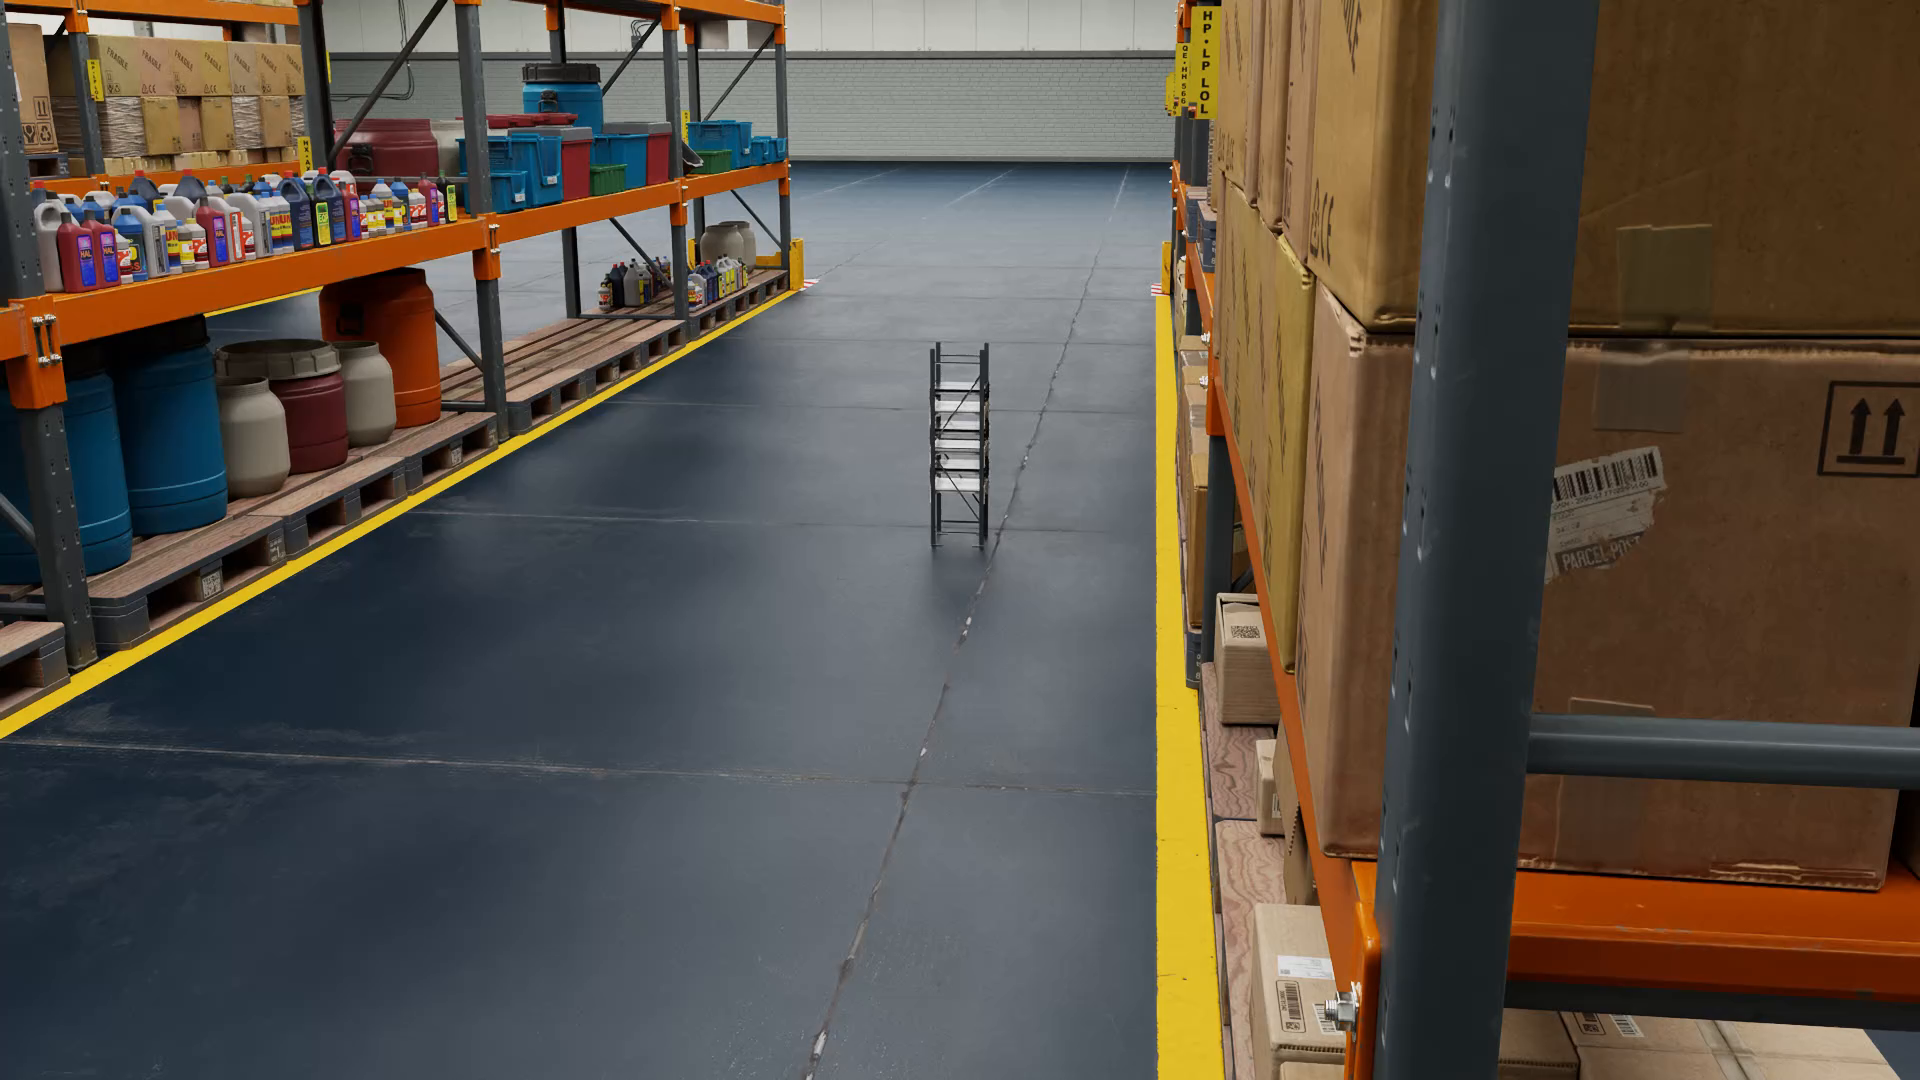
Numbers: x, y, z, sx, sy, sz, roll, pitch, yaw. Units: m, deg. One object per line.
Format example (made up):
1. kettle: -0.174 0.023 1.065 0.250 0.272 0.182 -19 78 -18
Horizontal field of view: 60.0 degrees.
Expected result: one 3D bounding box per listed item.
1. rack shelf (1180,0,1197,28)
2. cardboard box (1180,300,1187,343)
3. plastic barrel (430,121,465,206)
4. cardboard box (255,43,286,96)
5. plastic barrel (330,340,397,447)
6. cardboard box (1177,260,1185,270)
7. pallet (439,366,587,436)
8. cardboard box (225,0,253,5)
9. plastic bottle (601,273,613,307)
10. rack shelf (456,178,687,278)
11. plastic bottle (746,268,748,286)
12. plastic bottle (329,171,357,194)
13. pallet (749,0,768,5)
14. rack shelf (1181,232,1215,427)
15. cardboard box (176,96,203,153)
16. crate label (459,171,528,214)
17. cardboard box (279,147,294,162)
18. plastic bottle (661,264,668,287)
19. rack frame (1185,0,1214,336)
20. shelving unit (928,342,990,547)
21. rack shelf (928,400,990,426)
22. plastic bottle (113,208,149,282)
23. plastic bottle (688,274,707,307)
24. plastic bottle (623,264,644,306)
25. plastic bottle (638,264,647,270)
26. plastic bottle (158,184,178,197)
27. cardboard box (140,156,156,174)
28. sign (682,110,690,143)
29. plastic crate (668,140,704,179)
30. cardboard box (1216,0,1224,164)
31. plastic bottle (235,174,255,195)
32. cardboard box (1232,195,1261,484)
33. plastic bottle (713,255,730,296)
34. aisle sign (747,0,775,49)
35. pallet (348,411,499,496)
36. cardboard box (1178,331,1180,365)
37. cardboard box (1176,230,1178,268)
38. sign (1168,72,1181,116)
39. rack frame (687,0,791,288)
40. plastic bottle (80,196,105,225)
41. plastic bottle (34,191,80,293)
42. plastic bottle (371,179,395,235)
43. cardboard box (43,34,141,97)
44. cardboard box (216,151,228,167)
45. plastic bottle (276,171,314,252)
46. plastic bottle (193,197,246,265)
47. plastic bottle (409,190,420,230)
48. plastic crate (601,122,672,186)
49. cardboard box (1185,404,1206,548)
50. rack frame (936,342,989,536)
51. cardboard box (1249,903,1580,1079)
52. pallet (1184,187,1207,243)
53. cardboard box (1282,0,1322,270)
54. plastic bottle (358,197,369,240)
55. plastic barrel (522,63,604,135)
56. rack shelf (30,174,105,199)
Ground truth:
1. rack shelf: 1.970 -3.517 10.553 1.077 0.370 4.000 2 15 6
2. cardboard box: 1.611 -1.321 10.191 0.500 0.311 0.500 1 15 5
3. plastic barrel: -3.273 -2.371 10.470 0.421 0.512 0.421 0 15 0
4. cardboard box: -7.063 -4.660 16.471 0.500 0.500 0.500 2 15 6
5. plastic barrel: -3.190 -0.769 8.723 0.421 0.512 0.421 0 15 0
6. cardboard box: 1.902 -1.981 12.630 0.500 0.311 0.500 2 15 6
7. pallet: -3.051 -0.898 10.578 1.003 0.211 1.213 2 15 6
8. cardboard box: -7.117 -5.246 15.856 0.500 0.250 0.500 2 15 7
9. plastic bottle: -2.999 -2.117 14.106 0.061 0.283 0.133 2 15 9
10. rack shelf: -2.951 -2.216 11.487 1.077 0.370 4.000 2 15 6
11. plastic bottle: -2.046 -2.491 15.647 0.097 0.201 0.097 0 15 0
12. plastic bottle: -3.396 -1.877 9.095 0.152 0.276 0.135 2 15 6
13. pallet: -2.465 -5.264 15.999 1.003 0.211 1.213 2 15 6
14. rack shelf: 1.519 -1.031 7.107 1.077 0.370 4.000 2 15 6
15. cardboard box: -7.487 -3.795 15.191 0.875 0.500 0.500 2 15 6
16. crate label: -2.757 -2.062 9.860 0.303 0.233 0.416 2 15 6
17. cardboard box: -7.028 -3.932 16.940 0.380 0.149 0.250 2 15 6
18. plastic bottle: -2.800 -2.493 15.652 0.097 0.201 0.097 0 15 0
19. rack frame: 1.745 -1.897 8.932 1.000 3.000 0.127 2 15 6
20. shelving unit: -0.001 -0.432 7.537 0.258 0.900 0.210 2 15 6
21. rack shelf: -0.001 -0.574 7.499 0.258 0.077 0.200 2 15 6
22. plastic bottle: -3.142 -1.117 6.294 0.097 0.271 0.097 0 15 0
23. plastic bottle: -2.245 -2.134 14.181 0.152 0.276 0.135 2 15 8
24. plastic bottle: -2.796 -2.186 14.233 0.144 0.351 0.185 2 15 6
25. plastic bottle: -2.859 -2.330 14.908 0.152 0.276 0.135 2 15 7
26. plastic bottle: -3.703 -1.522 7.781 0.152 0.276 0.135 2 15 6
27. cardboard box: -7.282 -3.283 14.539 0.380 0.149 0.250 2 15 6
28. sign: -2.820 -4.270 17.176 0.100 0.325 0.005 2 15 6
29. plastic crate: -2.540 -3.184 13.808 0.767 0.338 0.504 2 15 6
30. cardboard box: 0.961 -1.277 4.530 0.500 0.500 0.500 2 15 8
31. plastic bottle: -3.659 -1.732 8.543 0.061 0.283 0.133 2 15 6
32. cardboard box: 0.796 -0.389 3.164 0.500 0.500 0.500 1 15 5
33. plastic bottle: -2.153 -2.372 14.918 0.144 0.351 0.185 2 15 6
34. aisle sign: -1.971 -5.384 16.846 0.394 0.787 0.004 2 15 6
35. pallet: -3.224 -0.492 9.078 1.003 0.211 1.213 2 15 6
36. cardboard box: 1.731 -1.314 11.238 0.500 0.250 0.500 2 15 7
37. cardboard box: 2.194 -2.688 14.883 0.500 0.500 0.500 2 15 6
38. sign: 1.644 -3.407 12.704 0.100 0.325 0.005 2 15 6
39. rack frame: -2.274 -4.119 17.148 1.000 3.000 0.127 2 15 6
40. plastic bottle: -3.665 -1.318 7.036 0.097 0.271 0.097 0 15 0
41. plastic bottle: -3.262 -1.075 5.986 0.144 0.351 0.185 2 15 6
42. plastic bottle: -2.900 -1.674 8.354 0.097 0.271 0.097 0 15 0
43. cardboard box: -7.343 -4.011 14.073 0.500 0.500 0.500 2 15 6
44. cardboard box: -7.184 -3.609 15.742 0.380 0.149 0.250 2 15 6
45. plastic bottle: -3.023 -1.484 7.497 0.144 0.351 0.185 2 15 6
46. plastic bottle: -3.093 -1.296 6.945 0.152 0.276 0.135 2 15 6
47. plastic bottle: -2.867 -1.716 8.643 0.097 0.201 0.097 0 15 0
48. plastic crate: -2.476 -2.978 12.806 0.402 0.464 0.583 2 15 6
49. cardboard box: 1.185 -0.260 6.823 0.500 0.500 0.500 2 15 7
50. rack frame: 0.011 -0.459 7.634 0.240 0.900 0.006 2 15 6
51. cardboard box: 0.795 0.899 3.016 0.500 0.250 0.500 2 15 6
52. pallet: 1.738 -1.627 8.299 1.213 0.211 1.003 2 15 6
53. cardboard box: 0.675 -0.608 2.057 0.500 0.500 0.500 2 15 8
54. plastic bottle: -2.933 -1.565 8.083 0.097 0.201 0.097 0 15 0
55. plastic barrel: -3.070 -3.232 12.909 0.600 0.901 0.708 2 15 6
56. rack shelf: -7.872 -2.361 12.027 1.077 0.370 4.000 2 15 6
